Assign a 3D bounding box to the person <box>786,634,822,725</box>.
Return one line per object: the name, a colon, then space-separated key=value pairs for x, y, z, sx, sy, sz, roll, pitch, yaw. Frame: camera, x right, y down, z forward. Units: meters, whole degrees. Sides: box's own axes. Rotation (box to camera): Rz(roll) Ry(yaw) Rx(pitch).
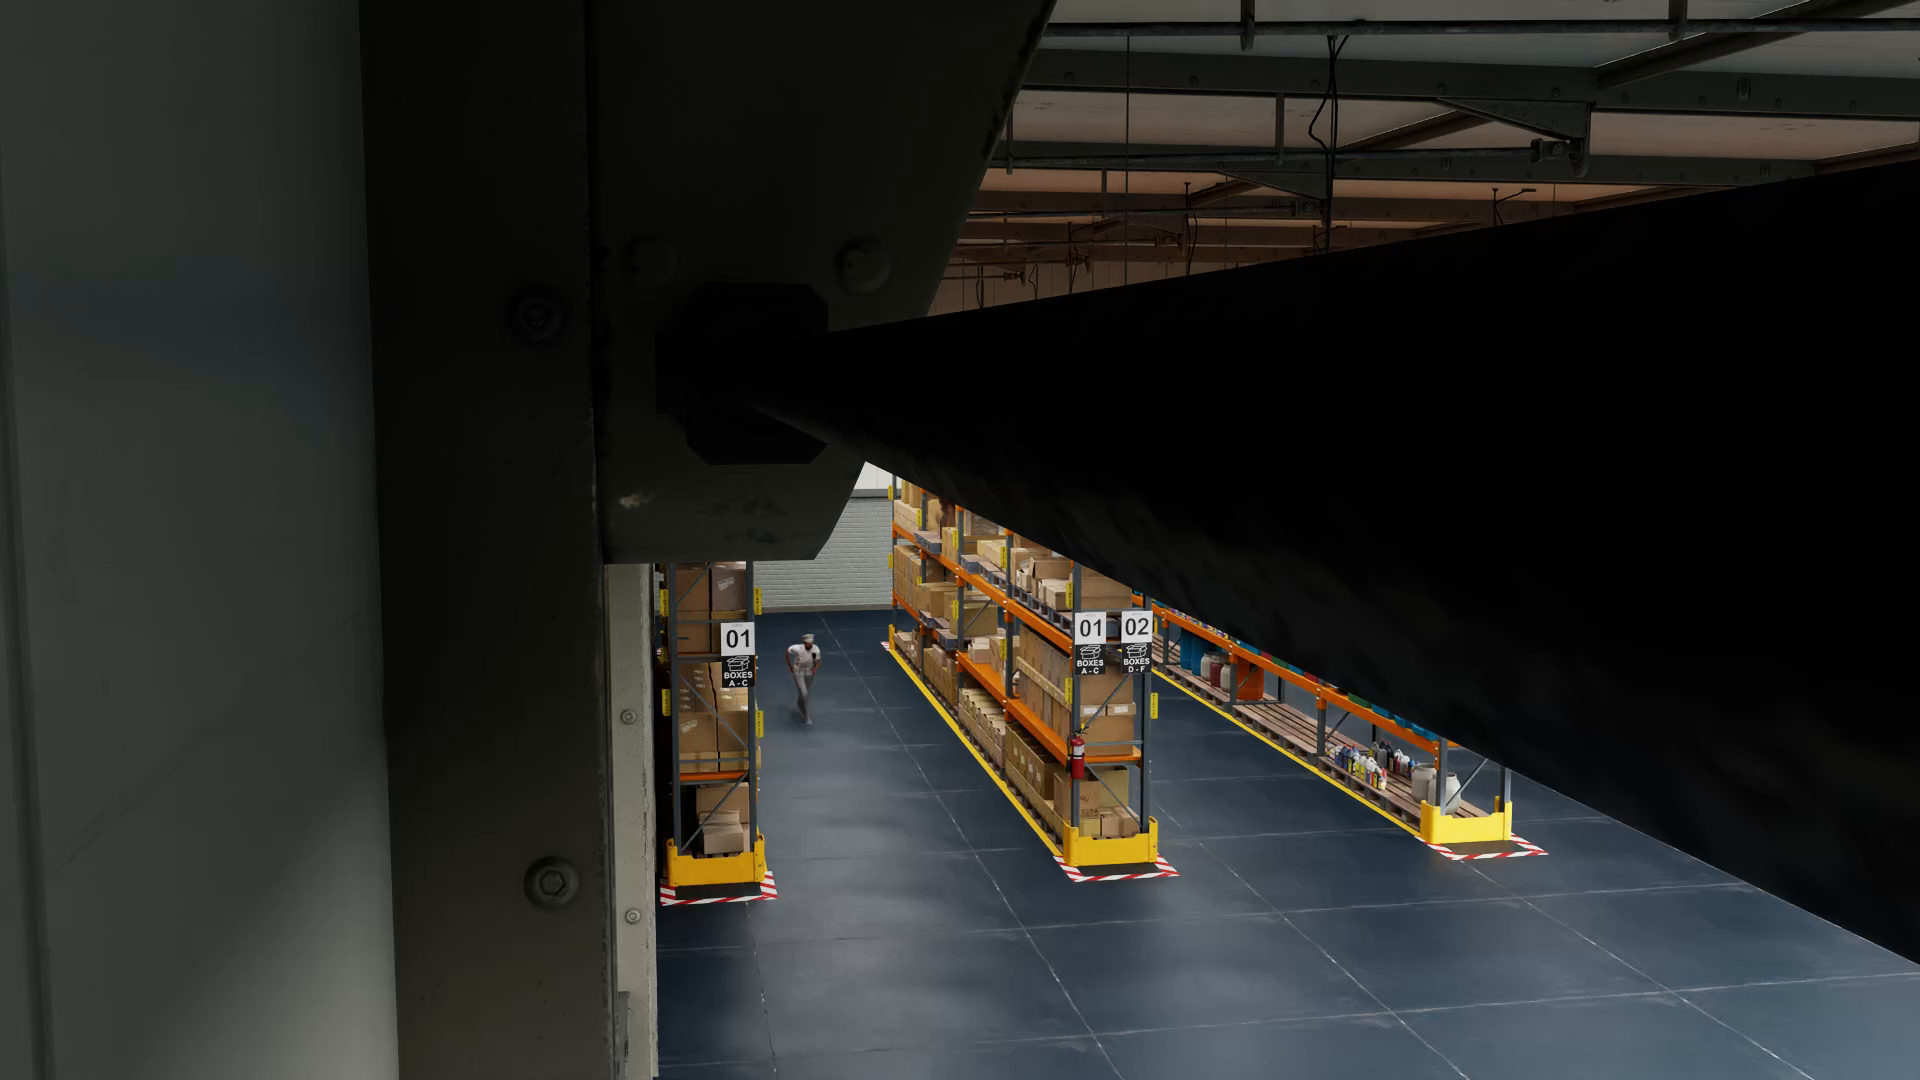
person: x=-2.766 y=2.408 z=29.278 sx=0.621 sy=1.636 sz=0.976 roll=-2 pitch=6 yaw=-16
